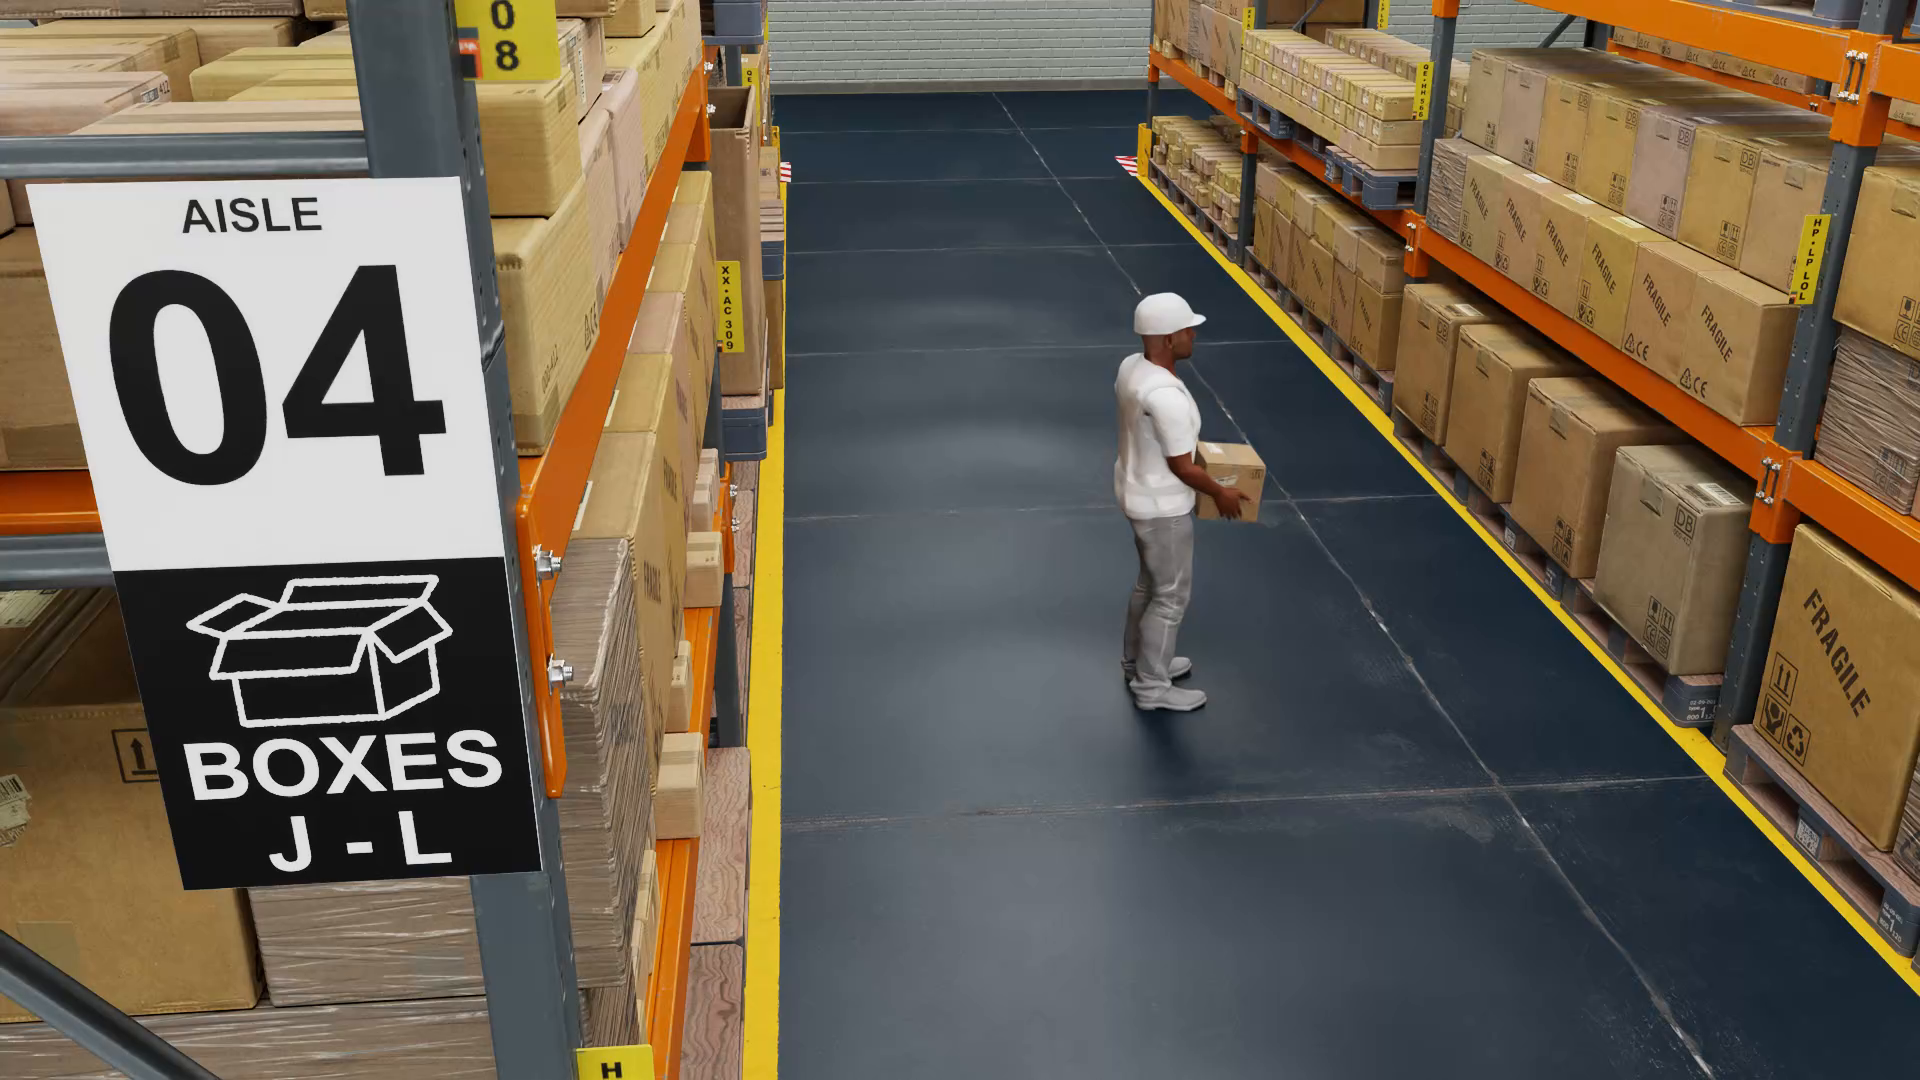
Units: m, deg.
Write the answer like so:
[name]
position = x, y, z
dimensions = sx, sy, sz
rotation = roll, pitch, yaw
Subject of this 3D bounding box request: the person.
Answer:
[person]
position = 0.898, -0.164, 6.943
dimensions = 0.520, 1.769, 0.558
rotation = -2, 24, -6
